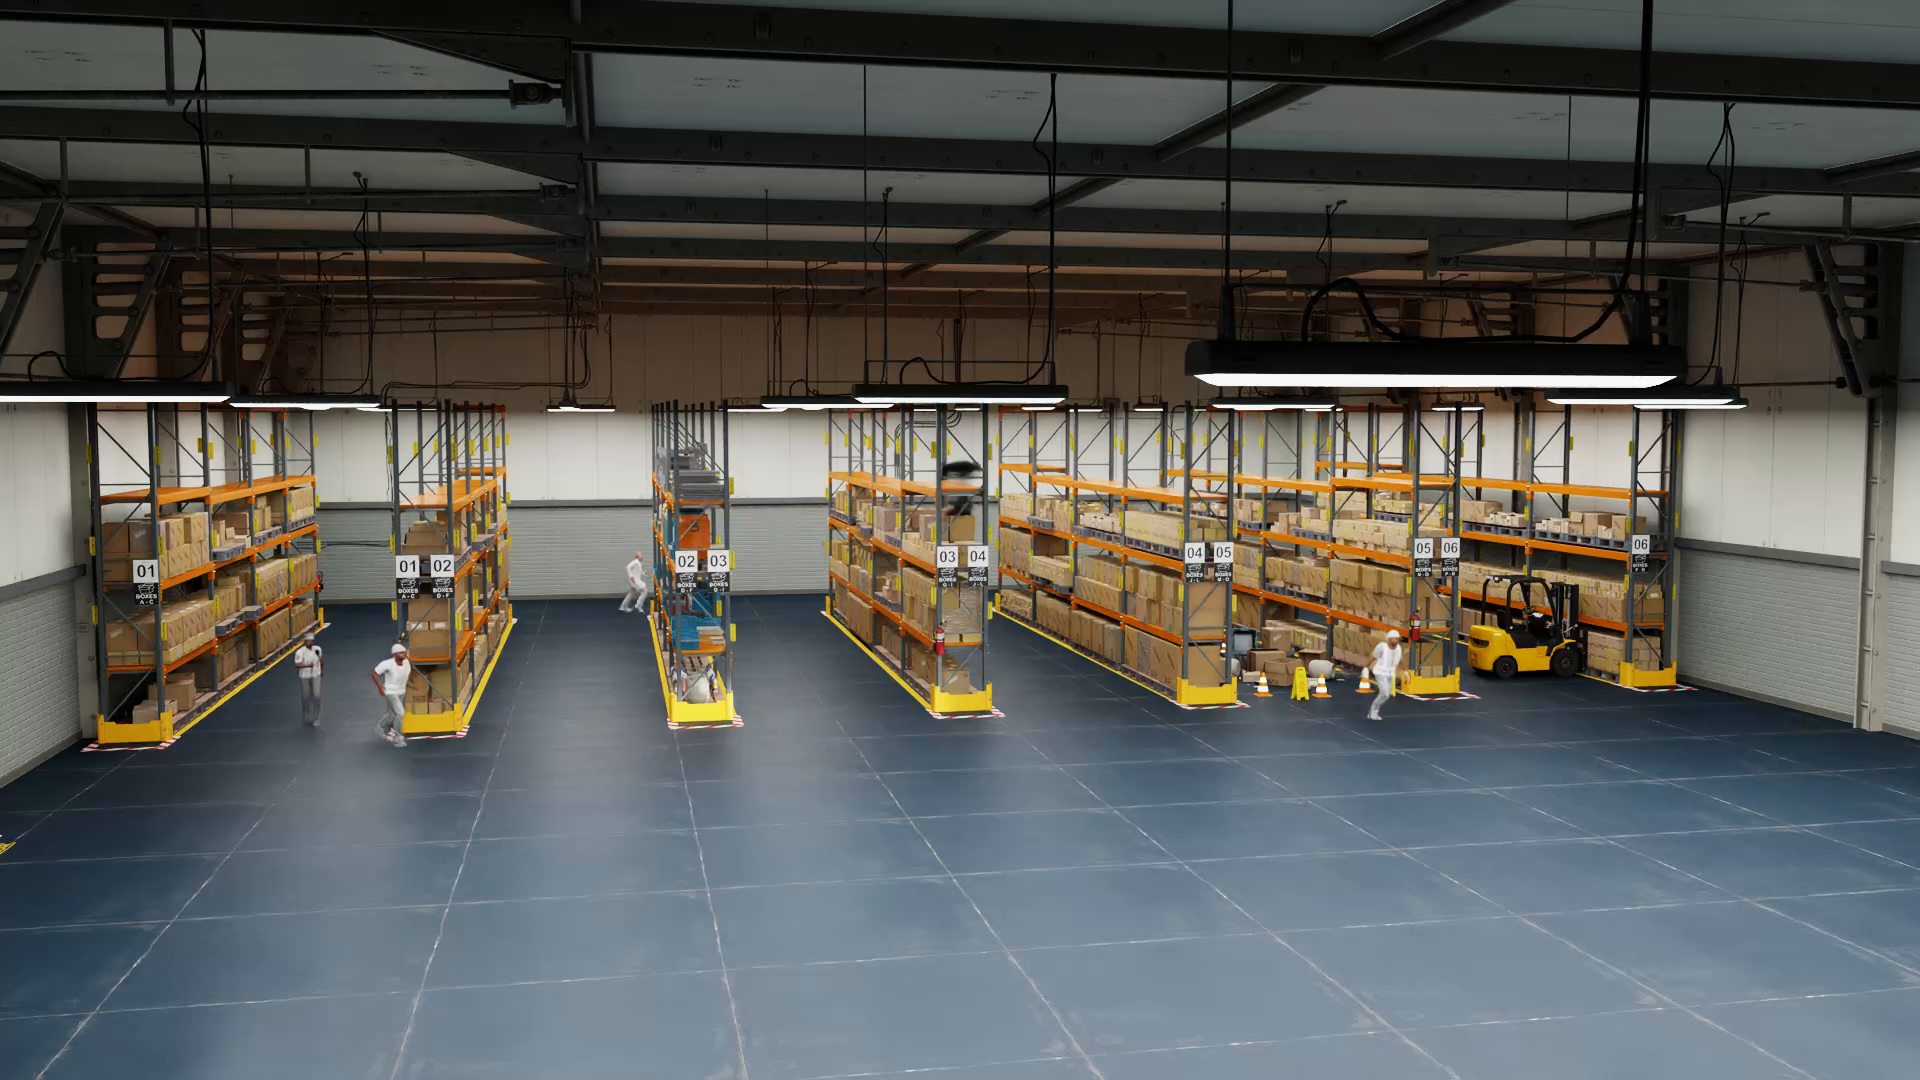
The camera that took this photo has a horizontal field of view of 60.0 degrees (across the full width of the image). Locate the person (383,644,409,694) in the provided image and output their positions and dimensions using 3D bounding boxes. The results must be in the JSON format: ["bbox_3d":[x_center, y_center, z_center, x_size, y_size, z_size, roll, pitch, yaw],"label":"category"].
[{"bbox_3d":[-9.728,2.225,28.733,0.481,0.866,0.438,2,5,24],"label":"person"}]

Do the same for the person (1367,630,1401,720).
[{"bbox_3d":[7.905,2.517,30.980,0.564,1.721,0.647,-3,5,-32],"label":"person"}]

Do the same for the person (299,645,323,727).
[{"bbox_3d":[-12.008,2.689,30.764,0.410,1.493,0.761,-2,5,-27],"label":"person"}]

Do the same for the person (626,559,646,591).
[{"bbox_3d":[-9.321,1.013,47.922,0.571,0.945,0.684,-1,4,-11],"label":"person"}]
